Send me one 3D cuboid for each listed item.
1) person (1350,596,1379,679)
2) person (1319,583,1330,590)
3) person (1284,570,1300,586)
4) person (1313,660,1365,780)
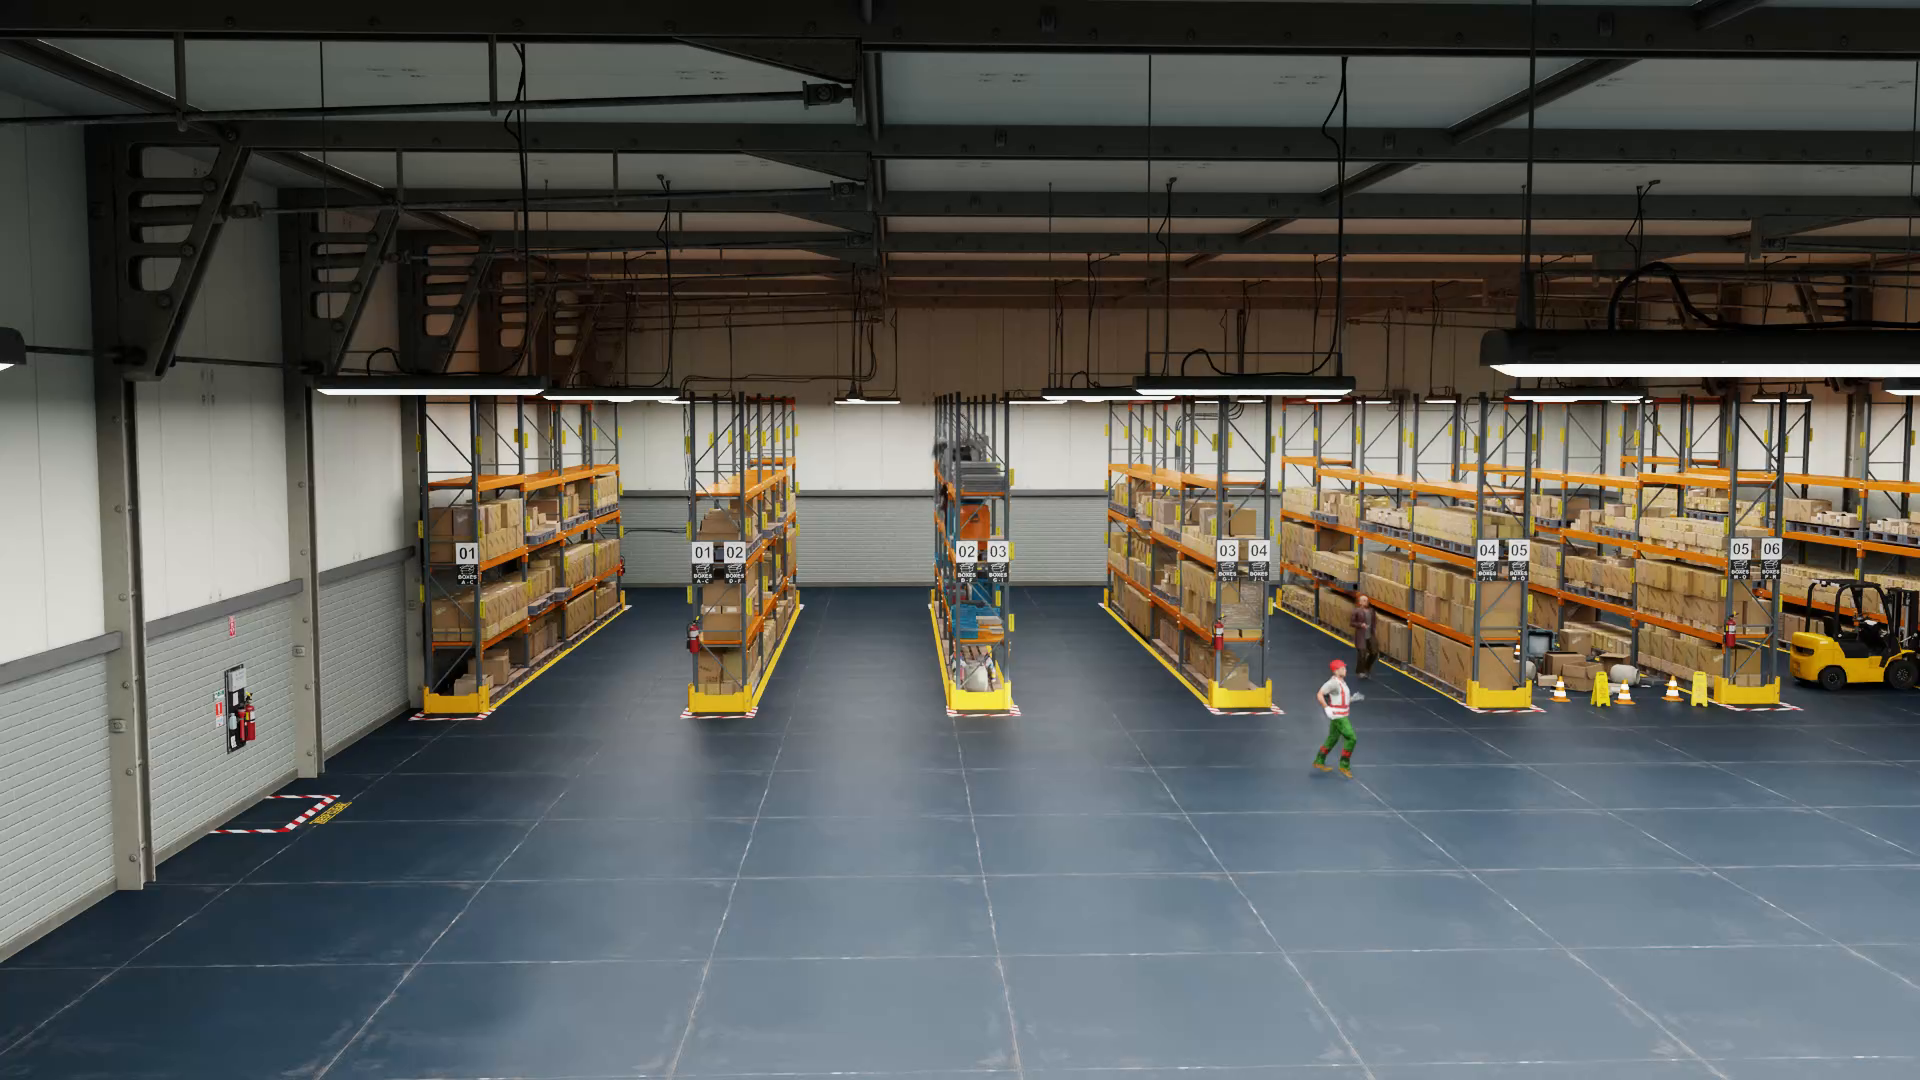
[{"bbox_3d":[8.521,2.166,34.873,0.693,1.547,0.681,-1,5,-13],"label":"person"},{"bbox_3d":[10.751,1.034,48.882,0.816,1.557,0.474,-3,6,-35],"label":"person"},{"bbox_3d":[9.827,0.935,48.938,0.821,1.819,0.757,-1,5,-10],"label":"person"},{"bbox_3d":[5.851,2.770,25.715,0.774,1.846,0.643,2,5,19],"label":"person"}]
